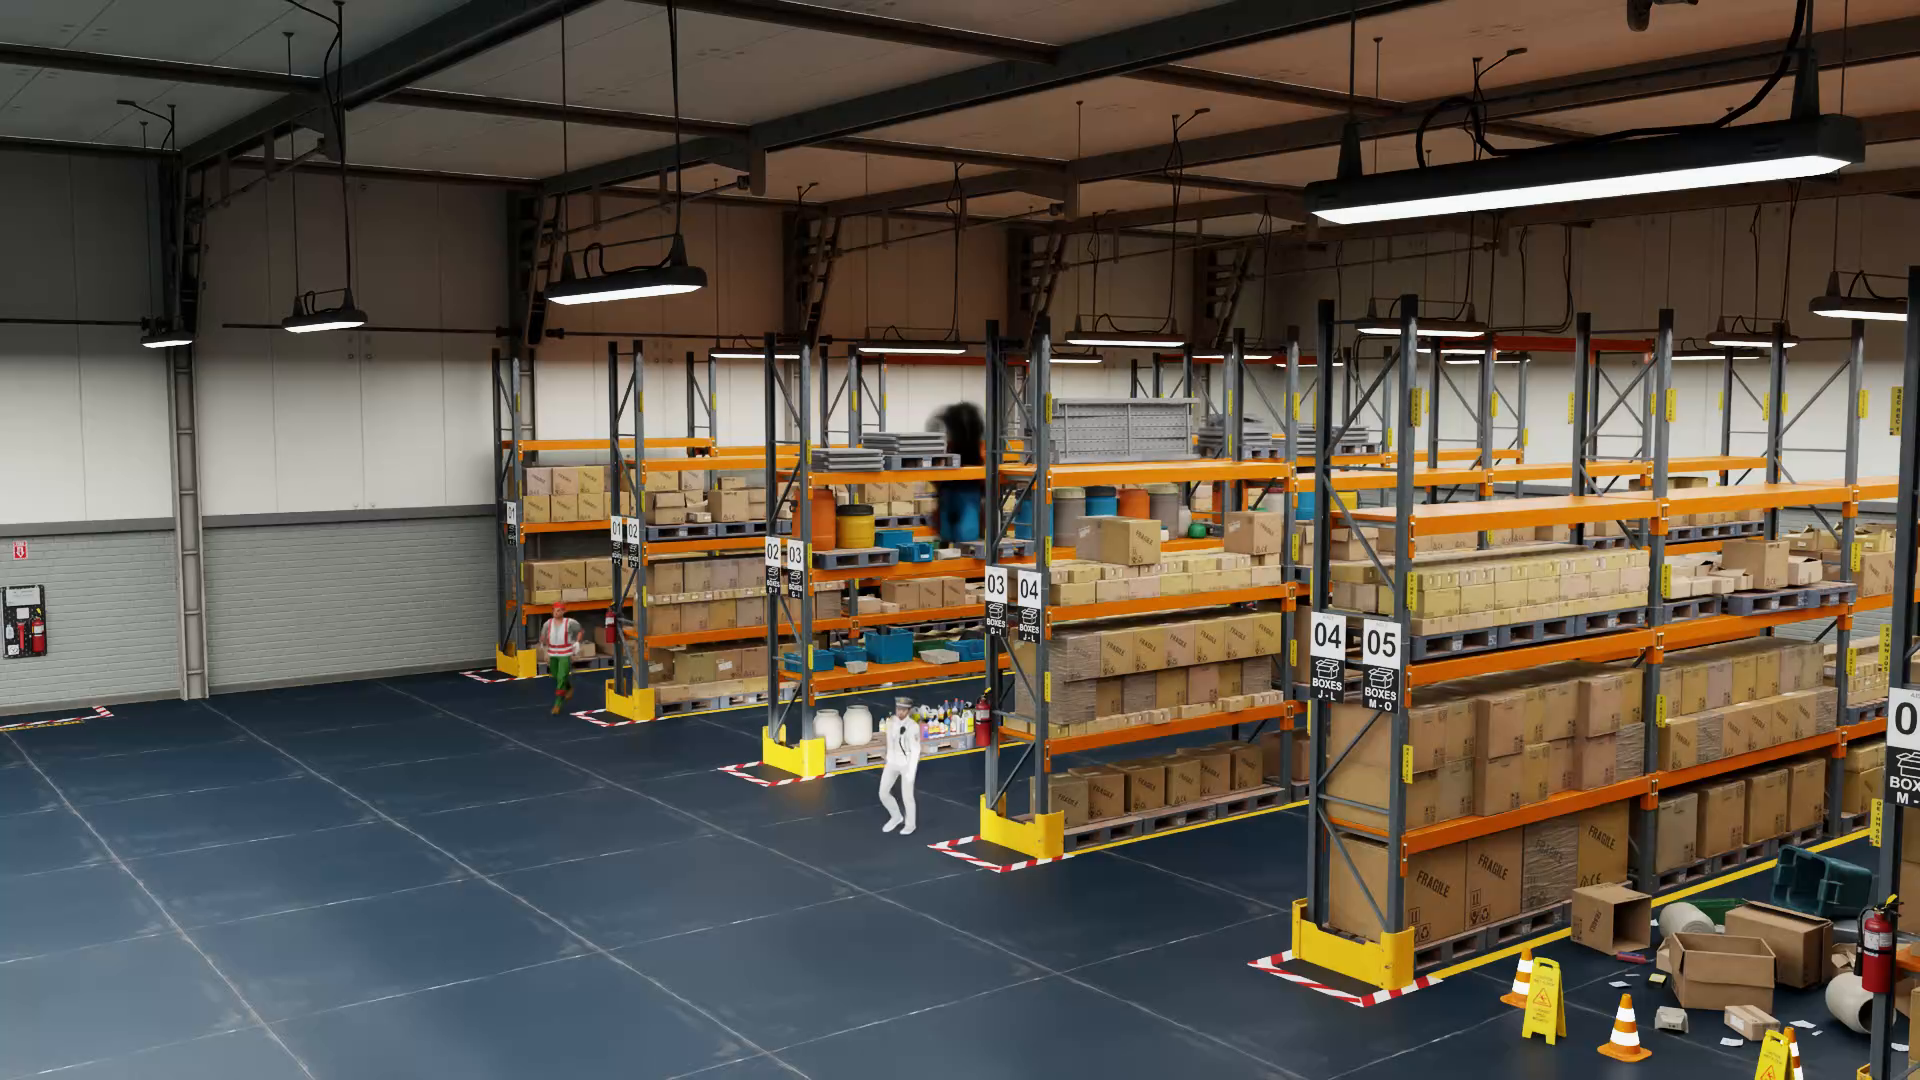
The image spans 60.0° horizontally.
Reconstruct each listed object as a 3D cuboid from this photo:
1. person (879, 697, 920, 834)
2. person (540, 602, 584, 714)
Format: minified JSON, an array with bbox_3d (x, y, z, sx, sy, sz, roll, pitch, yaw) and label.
[{"bbox_3d":[-0.657,2.621,19.367,0.545,1.657,0.523,3,6,34],"label":"person"},{"bbox_3d":[-6.504,1.885,27.104,0.661,1.777,1.011,1,5,10],"label":"person"}]
